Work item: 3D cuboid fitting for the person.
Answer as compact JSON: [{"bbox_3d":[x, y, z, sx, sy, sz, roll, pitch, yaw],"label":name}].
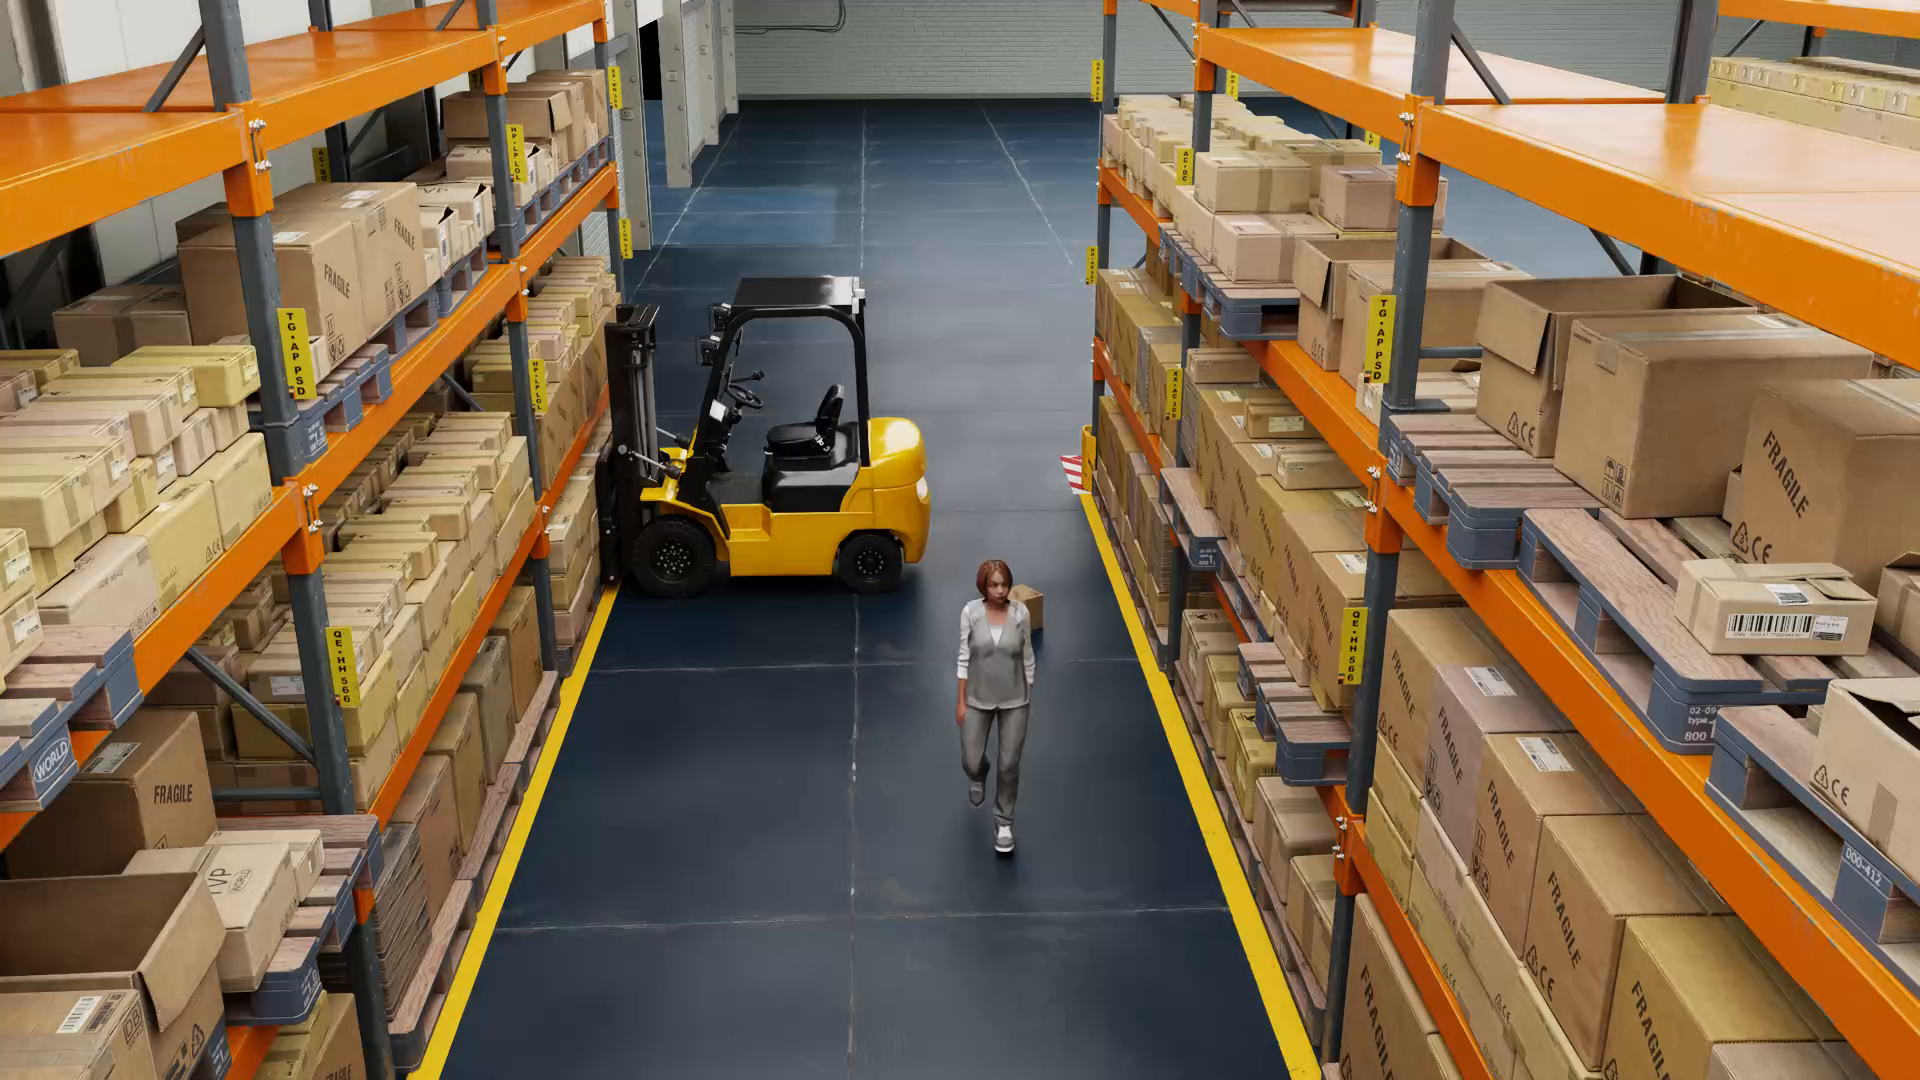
[{"bbox_3d":[0.186,0.846,8.807,0.421,1.582,0.539,0,21,0],"label":"person"}]
